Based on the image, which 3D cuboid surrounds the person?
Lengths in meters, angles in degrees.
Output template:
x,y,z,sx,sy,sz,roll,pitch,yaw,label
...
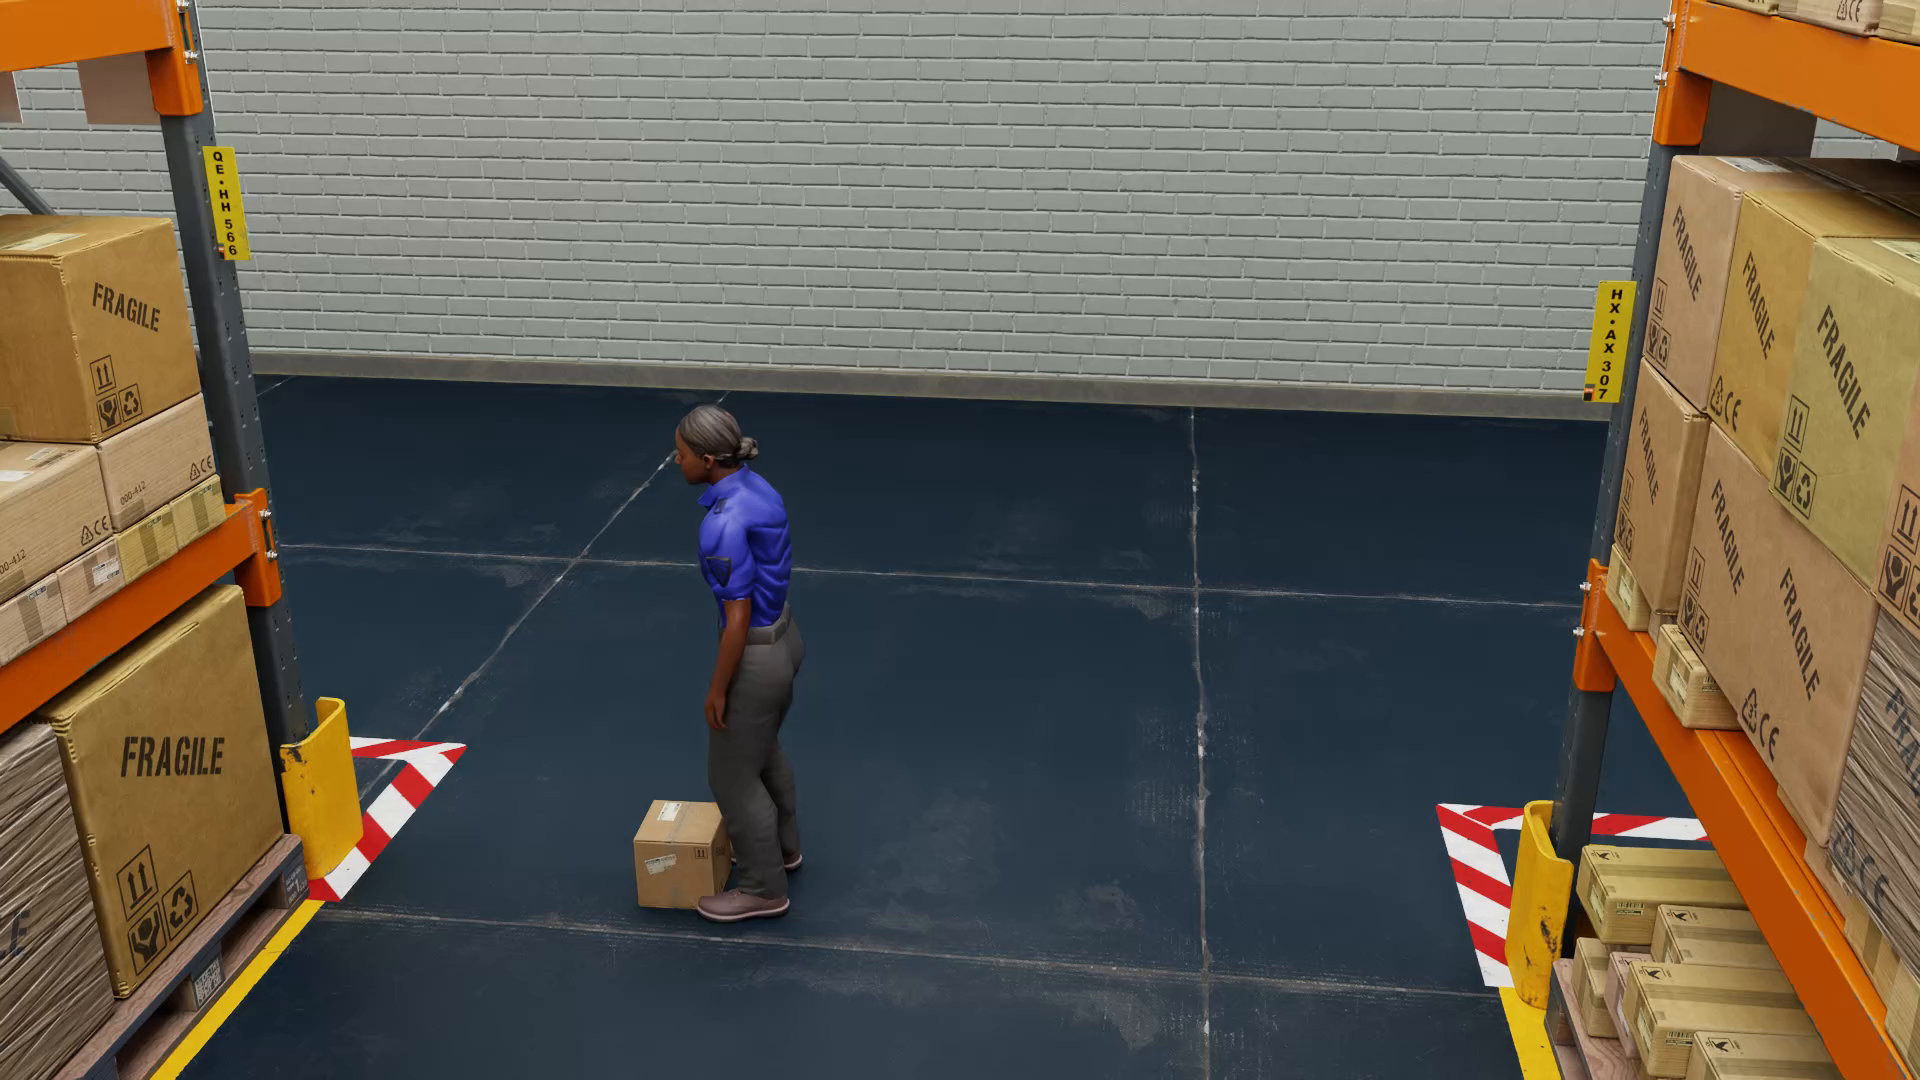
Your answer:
x,y,z,sx,sy,sz,roll,pitch,yaw,label
-0.665,0.373,5.132,0.347,1.655,0.507,3,21,6,person
